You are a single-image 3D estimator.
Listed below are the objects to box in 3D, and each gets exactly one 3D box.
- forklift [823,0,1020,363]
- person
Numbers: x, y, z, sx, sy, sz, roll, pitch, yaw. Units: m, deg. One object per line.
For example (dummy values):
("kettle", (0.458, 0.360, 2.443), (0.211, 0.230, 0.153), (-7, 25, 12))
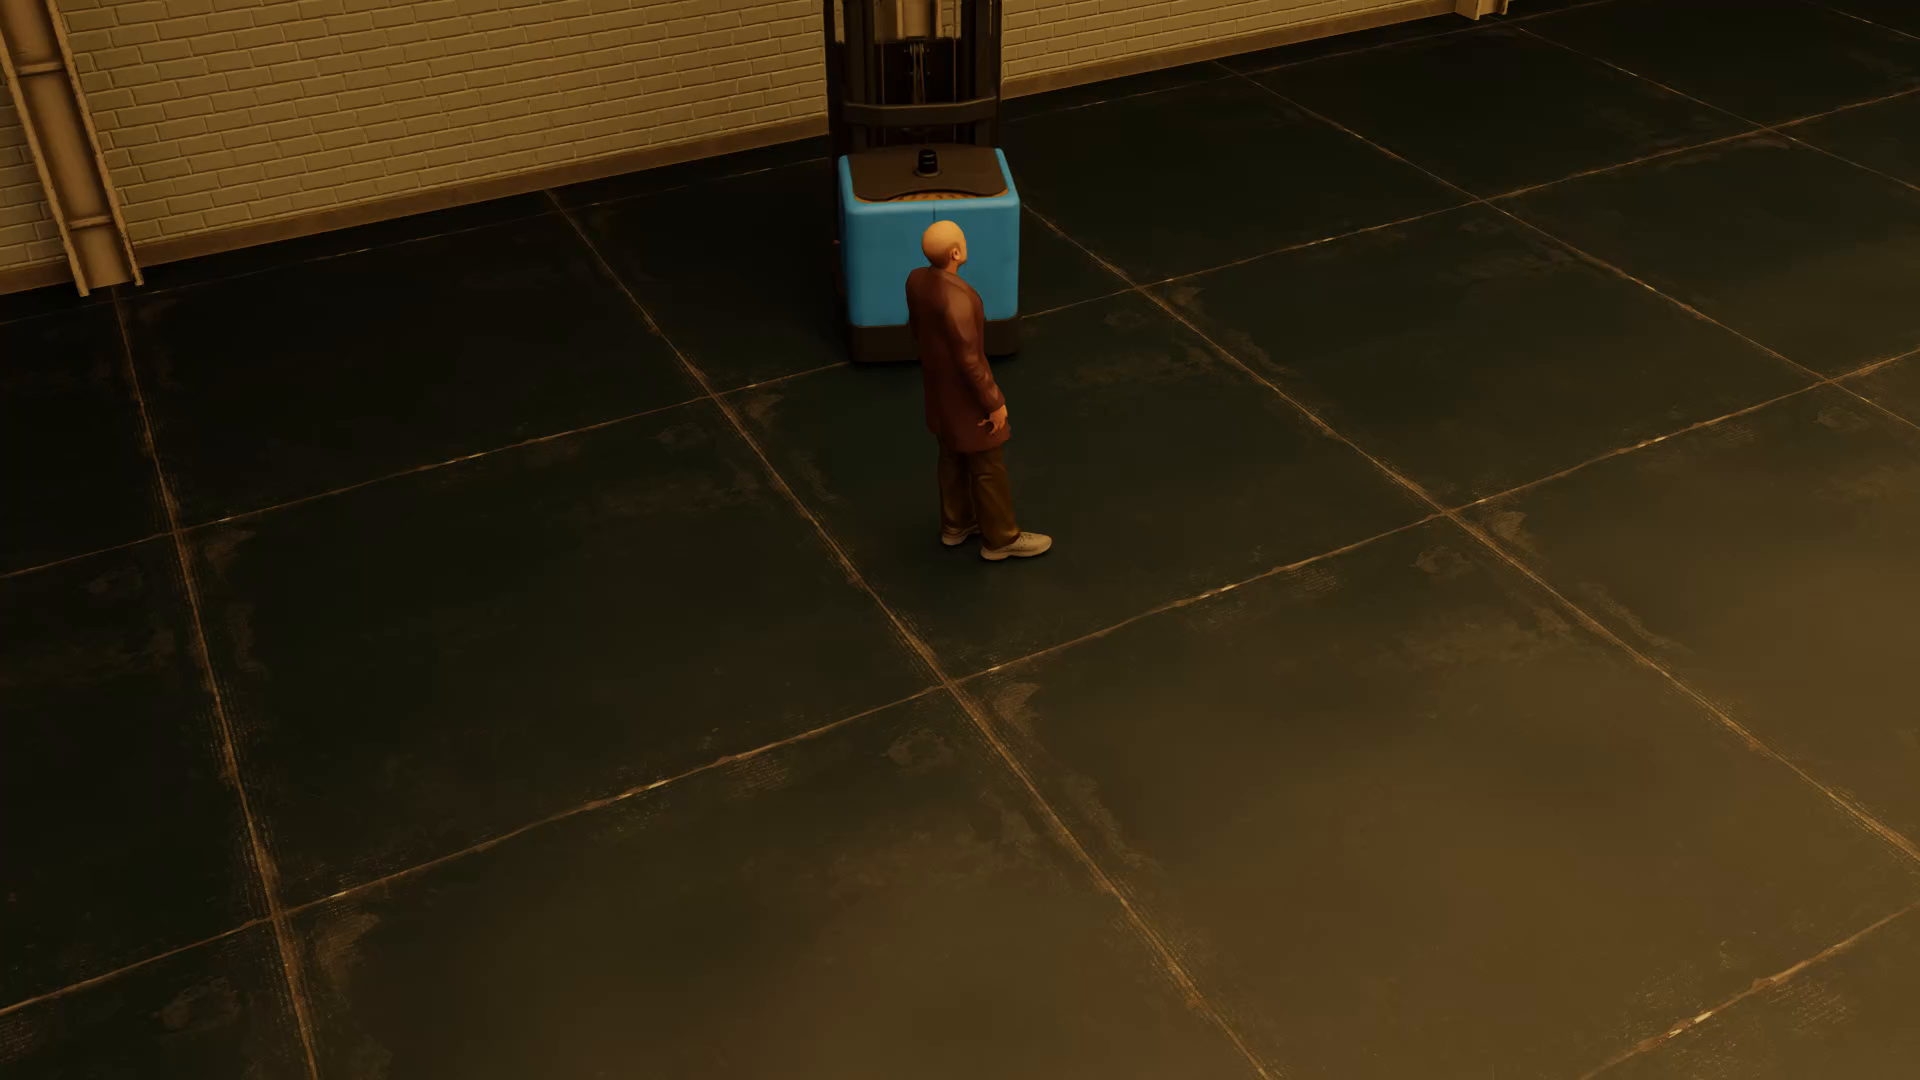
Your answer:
("forklift", (-0.318, -3.106, 10.518), (1.130, 2.935, 3.031), (-4, 35, -5))
("person", (0.083, -0.755, 8.178), (0.579, 1.778, 0.696), (-17, 39, -23))
